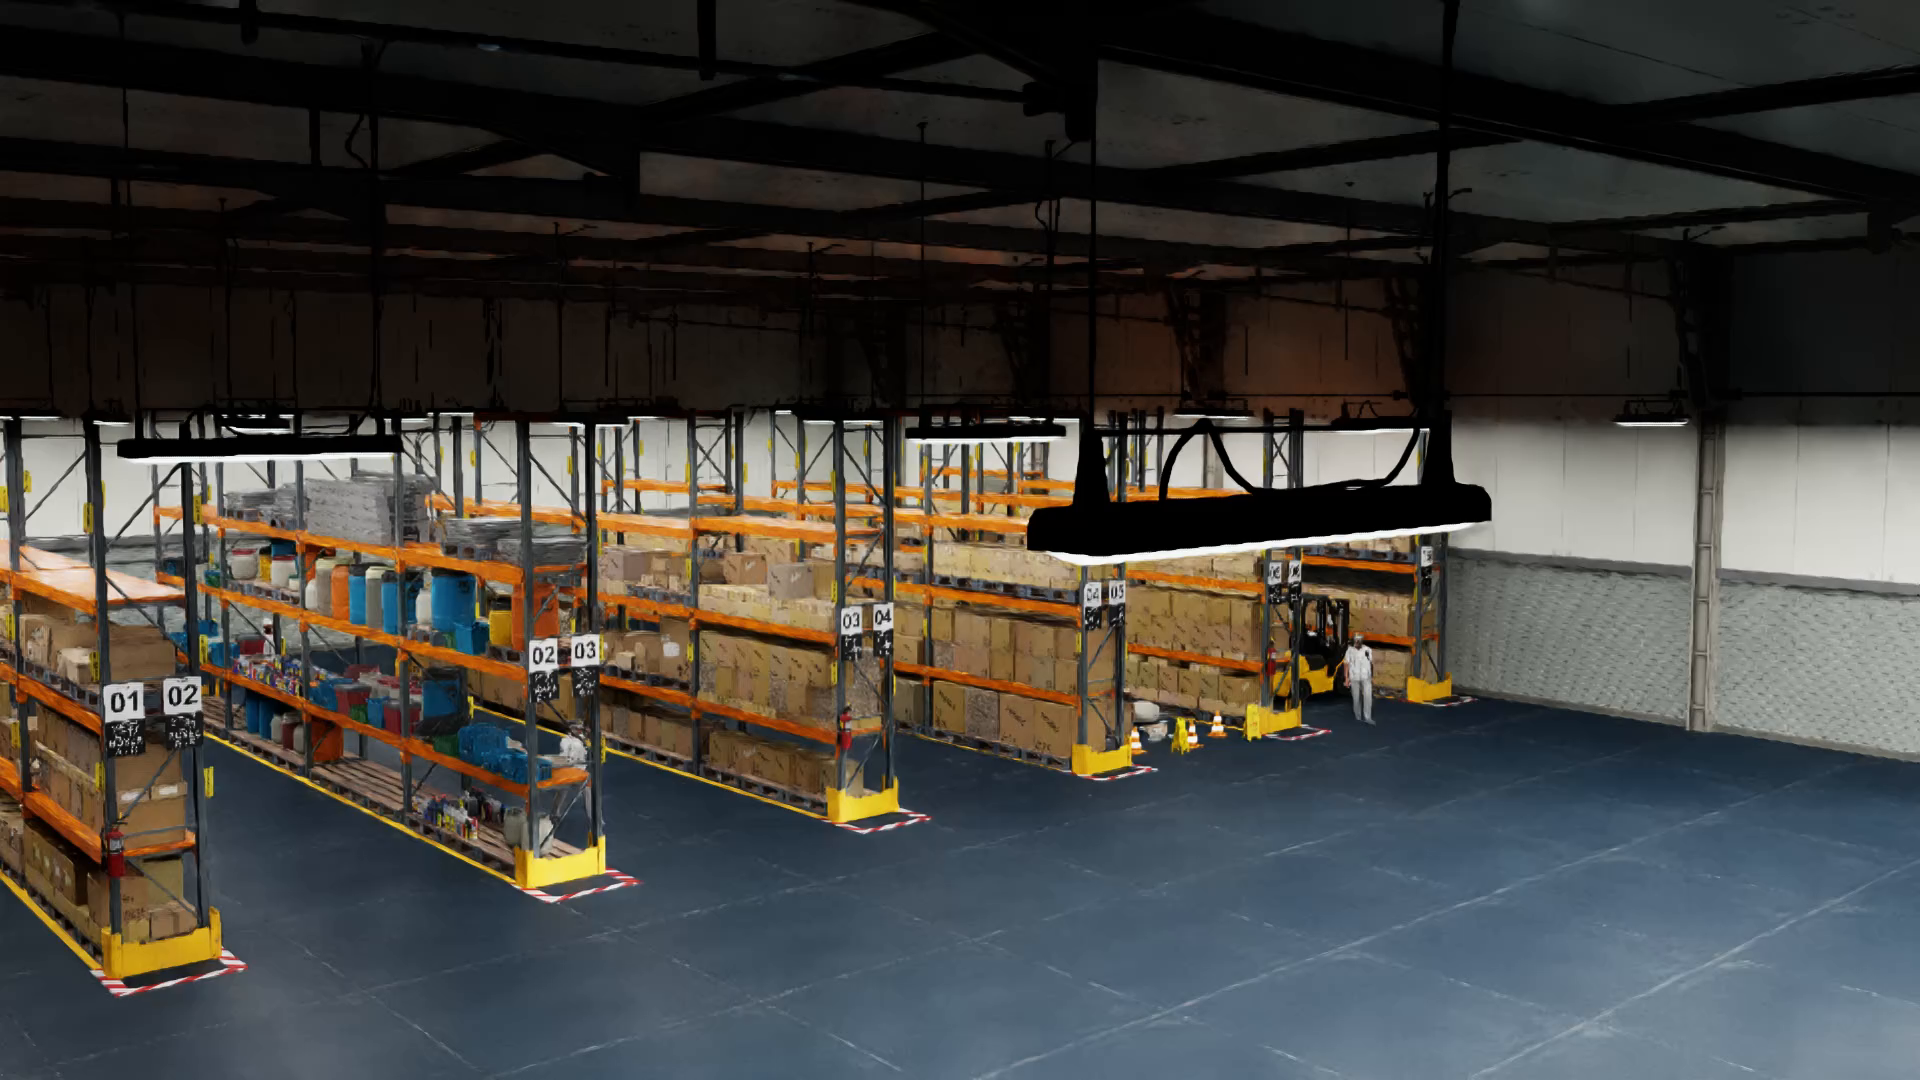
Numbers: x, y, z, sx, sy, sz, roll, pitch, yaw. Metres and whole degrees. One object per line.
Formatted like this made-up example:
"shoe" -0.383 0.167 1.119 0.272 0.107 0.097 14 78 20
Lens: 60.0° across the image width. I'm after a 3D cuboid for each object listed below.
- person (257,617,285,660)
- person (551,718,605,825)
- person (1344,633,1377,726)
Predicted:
"person" -14.321 2.448 34.510 0.591 1.716 1.042 -4 7 -42
"person" -5.661 3.377 24.390 0.455 1.587 1.088 -5 7 -43
"person" 7.715 2.658 32.031 0.640 1.800 0.540 1 5 10
